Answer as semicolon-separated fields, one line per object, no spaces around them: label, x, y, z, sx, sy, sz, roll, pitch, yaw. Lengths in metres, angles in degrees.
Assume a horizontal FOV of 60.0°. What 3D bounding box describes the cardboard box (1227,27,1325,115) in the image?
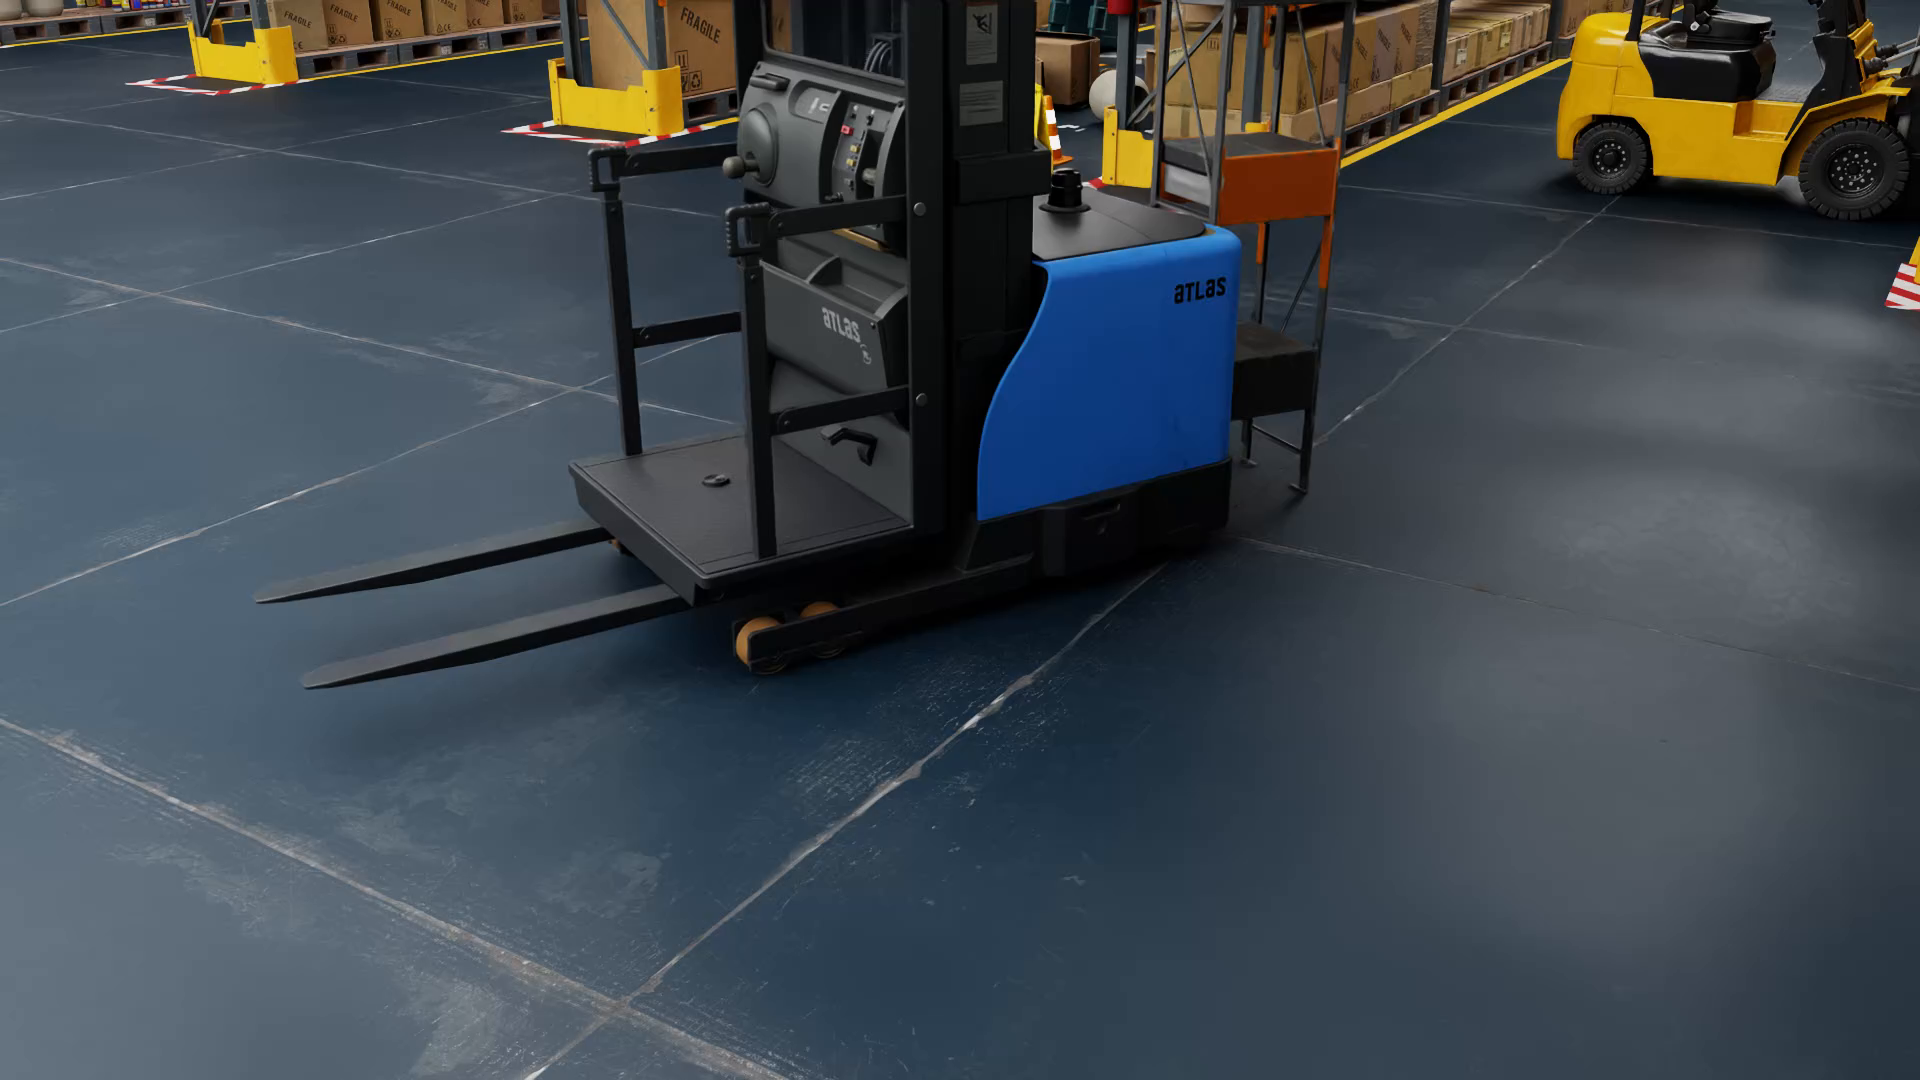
cardboard box;2.170;-3.232;11.429;0.500;0.500;0.500;13;27;27

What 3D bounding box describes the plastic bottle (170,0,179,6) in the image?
plastic bottle;-9.514;-6.566;20.110;0.097;0.201;0.097;0;23;0

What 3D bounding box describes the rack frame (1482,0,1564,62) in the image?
rack frame;5.718;-6.435;16.838;1.000;3.000;0.127;14;27;29

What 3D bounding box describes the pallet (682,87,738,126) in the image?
pallet;-2.406;-3.744;14.134;1.003;0.211;1.213;14;27;29

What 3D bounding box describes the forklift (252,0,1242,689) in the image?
forklift;-0.597;-1.192;4.813;3.031;2.935;1.130;-14;27;-29

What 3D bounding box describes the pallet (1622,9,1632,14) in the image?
pallet;7.485;-6.229;19.873;1.003;0.211;1.213;14;27;29

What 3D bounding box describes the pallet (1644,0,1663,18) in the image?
pallet;8.295;-6.745;21.066;1.003;0.211;1.213;14;27;29

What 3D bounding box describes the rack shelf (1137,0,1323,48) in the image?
rack shelf;2.553;-4.080;12.303;1.077;0.370;4.000;14;27;29

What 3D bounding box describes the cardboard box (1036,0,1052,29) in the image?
cardboard box;0.603;-6.116;18.405;1.050;0.750;0.750;14;27;30

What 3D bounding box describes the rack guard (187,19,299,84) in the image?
rack guard;-6.881;-4.690;15.954;1.175;0.500;0.348;14;27;29

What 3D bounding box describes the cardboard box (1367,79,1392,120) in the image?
cardboard box;2.980;-3.407;12.777;0.500;0.250;0.500;14;27;30

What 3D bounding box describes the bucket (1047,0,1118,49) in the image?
bucket;1.236;-4.754;15.164;0.620;0.611;0.726;-6;22;-39

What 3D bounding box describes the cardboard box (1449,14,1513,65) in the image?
cardboard box;4.624;-4.727;15.674;0.950;0.372;0.625;15;28;31

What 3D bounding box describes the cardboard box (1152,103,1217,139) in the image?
cardboard box;1.708;-3.003;11.843;0.500;0.250;0.500;14;27;29

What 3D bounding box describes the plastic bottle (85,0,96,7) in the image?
plastic bottle;-10.487;-6.560;19.992;0.061;0.283;0.133;15;27;30

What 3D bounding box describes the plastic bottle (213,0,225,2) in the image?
plastic bottle;-9.215;-6.843;20.562;0.144;0.351;0.185;12;26;26

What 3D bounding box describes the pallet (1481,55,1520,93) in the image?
pallet;4.660;-4.482;15.836;1.003;0.211;1.213;14;27;29

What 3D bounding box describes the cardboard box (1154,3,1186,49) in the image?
cardboard box;2.080;-4.648;14.904;0.500;0.500;0.500;14;27;29

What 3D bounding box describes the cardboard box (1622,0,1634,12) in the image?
cardboard box;7.569;-6.776;19.774;0.875;0.875;0.875;15;27;31

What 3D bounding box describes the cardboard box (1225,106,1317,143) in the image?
cardboard box;2.158;-2.880;11.559;0.500;0.250;0.500;14;27;29

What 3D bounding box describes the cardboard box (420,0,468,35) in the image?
cardboard box;-5.613;-5.660;17.665;0.500;0.500;0.500;11;26;24

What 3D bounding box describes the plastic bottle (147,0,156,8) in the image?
plastic bottle;-9.675;-6.495;19.859;0.097;0.271;0.097;0;23;0

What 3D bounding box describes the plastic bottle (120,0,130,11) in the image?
plastic bottle;-9.853;-6.349;19.608;0.097;0.201;0.097;0;23;0

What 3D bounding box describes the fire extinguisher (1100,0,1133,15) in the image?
fire extinguisher;1.046;-3.757;10.751;0.296;0.674;0.183;14;27;29

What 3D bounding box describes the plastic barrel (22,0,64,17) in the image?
plastic barrel;-10.583;-6.308;19.148;0.421;0.512;0.421;0;23;0

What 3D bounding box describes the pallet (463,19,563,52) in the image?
pallet;-5.136;-5.648;18.530;1.003;0.211;1.213;14;27;29

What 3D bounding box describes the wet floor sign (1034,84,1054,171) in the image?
wet floor sign;0.489;-2.814;11.439;0.232;0.644;0.267;-17;29;-35

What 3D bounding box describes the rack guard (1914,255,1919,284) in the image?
rack guard;5.704;-1.541;8.679;1.175;0.500;0.348;14;27;29

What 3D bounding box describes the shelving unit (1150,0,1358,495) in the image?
shelving unit;0.983;-1.166;5.790;0.503;2.100;0.431;-10;26;-24

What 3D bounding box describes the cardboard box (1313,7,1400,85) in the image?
cardboard box;2.989;-3.759;12.647;0.500;0.500;0.500;15;28;32

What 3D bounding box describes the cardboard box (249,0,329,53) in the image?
cardboard box;-6.578;-5.064;16.290;0.500;0.500;0.500;20;30;38

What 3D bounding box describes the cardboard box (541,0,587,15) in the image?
cardboard box;-4.469;-6.419;19.395;0.700;0.500;0.500;12;26;25

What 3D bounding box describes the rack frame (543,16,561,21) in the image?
rack frame;-4.811;-7.161;18.517;1.000;3.000;0.127;14;27;29

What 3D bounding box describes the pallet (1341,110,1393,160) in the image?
pallet;2.641;-3.158;12.778;1.003;0.211;1.213;14;27;29

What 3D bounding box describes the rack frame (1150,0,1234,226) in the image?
rack frame;0.764;-1.126;5.690;0.015;2.100;0.400;-10;26;-24

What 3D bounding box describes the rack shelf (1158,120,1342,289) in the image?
rack shelf;0.983;-1.153;5.796;0.480;0.518;0.431;-10;26;-24

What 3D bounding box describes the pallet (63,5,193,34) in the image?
pallet;-10.052;-6.288;20.010;1.003;0.211;1.213;14;27;29

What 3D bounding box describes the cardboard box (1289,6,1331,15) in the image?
cardboard box;2.520;-3.859;12.878;0.500;0.500;0.500;15;28;32

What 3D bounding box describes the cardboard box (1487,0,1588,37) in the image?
cardboard box;6.153;-5.868;17.675;0.875;0.875;0.875;14;27;28

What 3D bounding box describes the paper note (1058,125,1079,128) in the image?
paper note;0.881;-3.358;13.484;0.142;0.019;0.148;-17;29;-35

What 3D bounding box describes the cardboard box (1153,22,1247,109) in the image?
cardboard box;1.699;-3.335;11.666;0.500;0.500;0.500;14;27;29
